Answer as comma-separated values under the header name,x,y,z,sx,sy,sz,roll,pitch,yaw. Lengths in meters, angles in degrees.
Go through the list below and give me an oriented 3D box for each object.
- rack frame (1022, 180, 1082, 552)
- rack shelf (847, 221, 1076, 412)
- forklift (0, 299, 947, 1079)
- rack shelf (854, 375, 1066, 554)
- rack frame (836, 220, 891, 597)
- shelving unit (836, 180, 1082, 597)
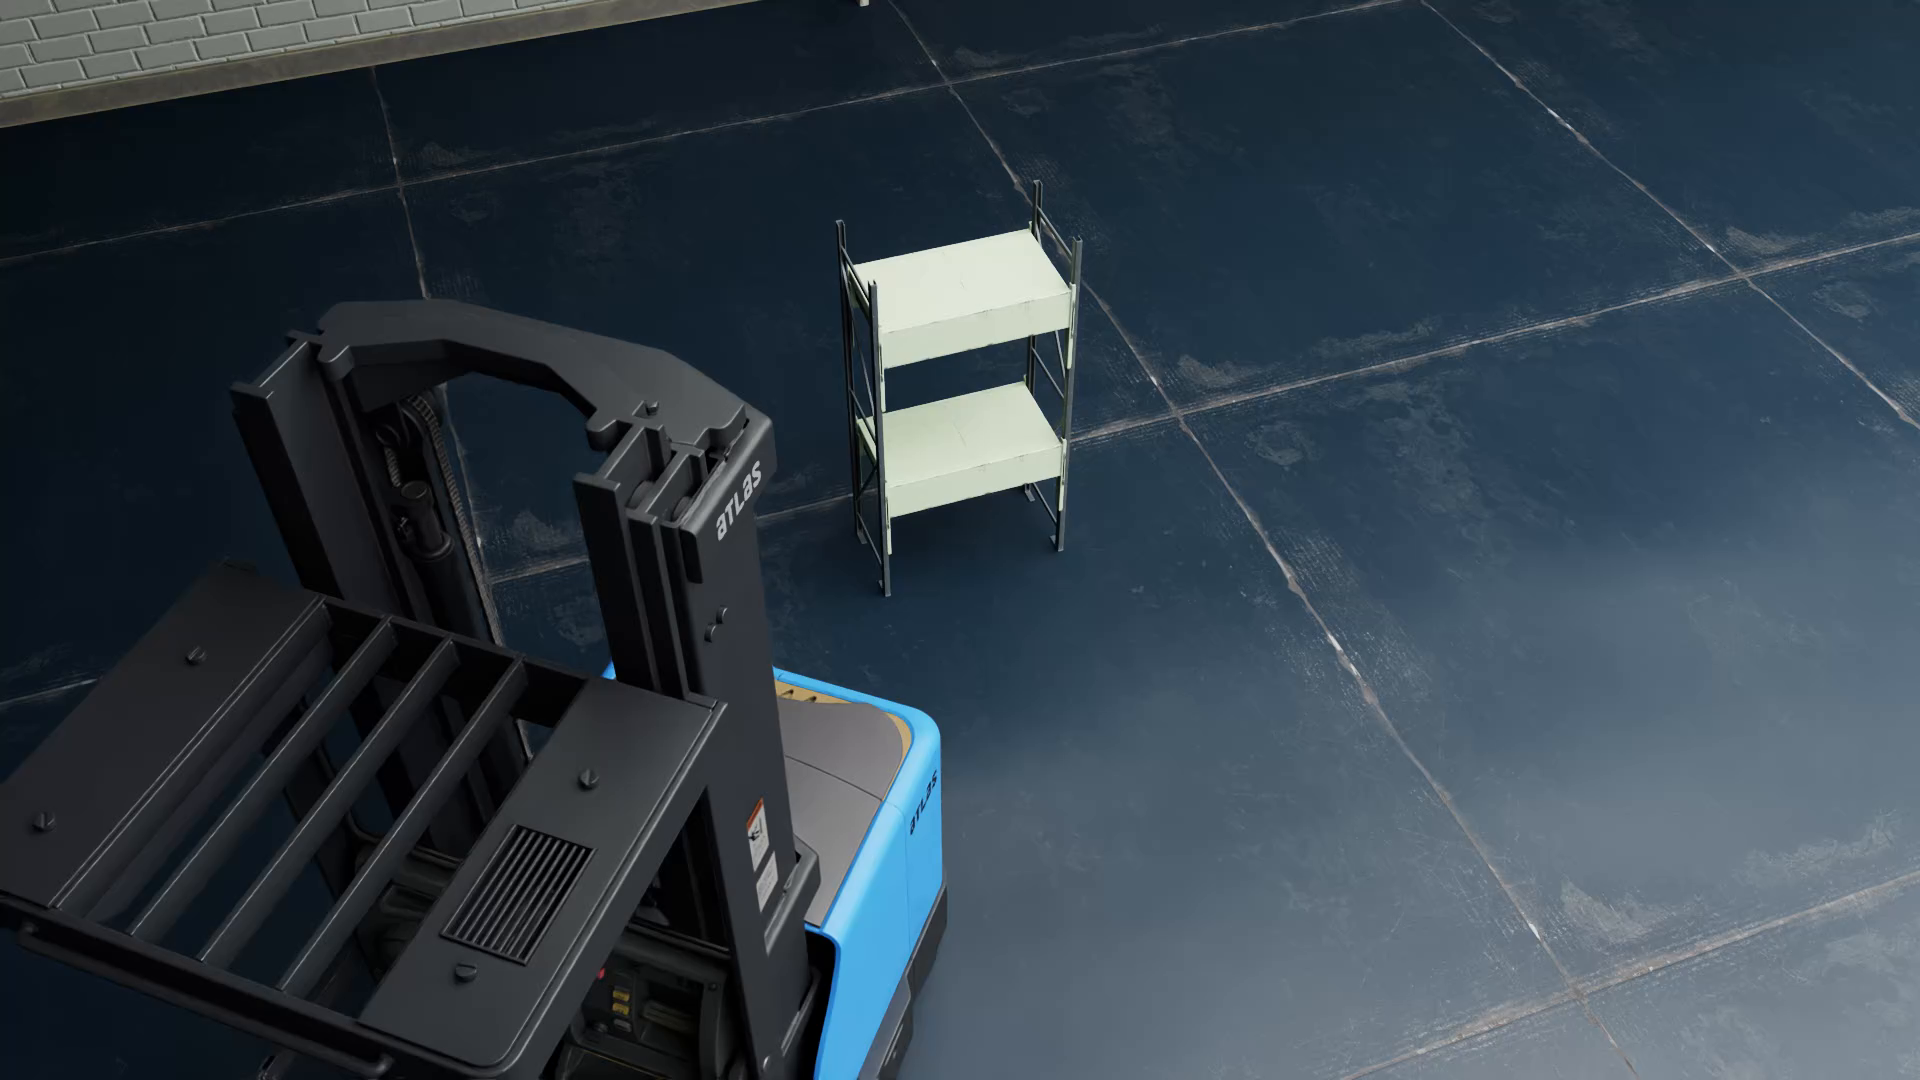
name,x,y,z,sx,sy,sz,roll,pitch,yaw
rack frame,0.338,-0.616,6.305,0.023,1.500,0.400,-14,47,-14
rack shelf,-0.006,-0.803,5.941,0.720,0.370,0.431,-14,47,-14
forklift,-1.025,1.085,3.599,1.130,2.935,3.031,15,47,14
rack shelf,-0.006,-0.298,6.448,0.720,0.370,0.431,-14,47,-14
rack frame,-0.351,-0.440,6.129,0.023,1.500,0.400,-14,47,-14
shelving unit,-0.006,-0.528,6.217,0.755,1.500,0.431,-14,47,-14
